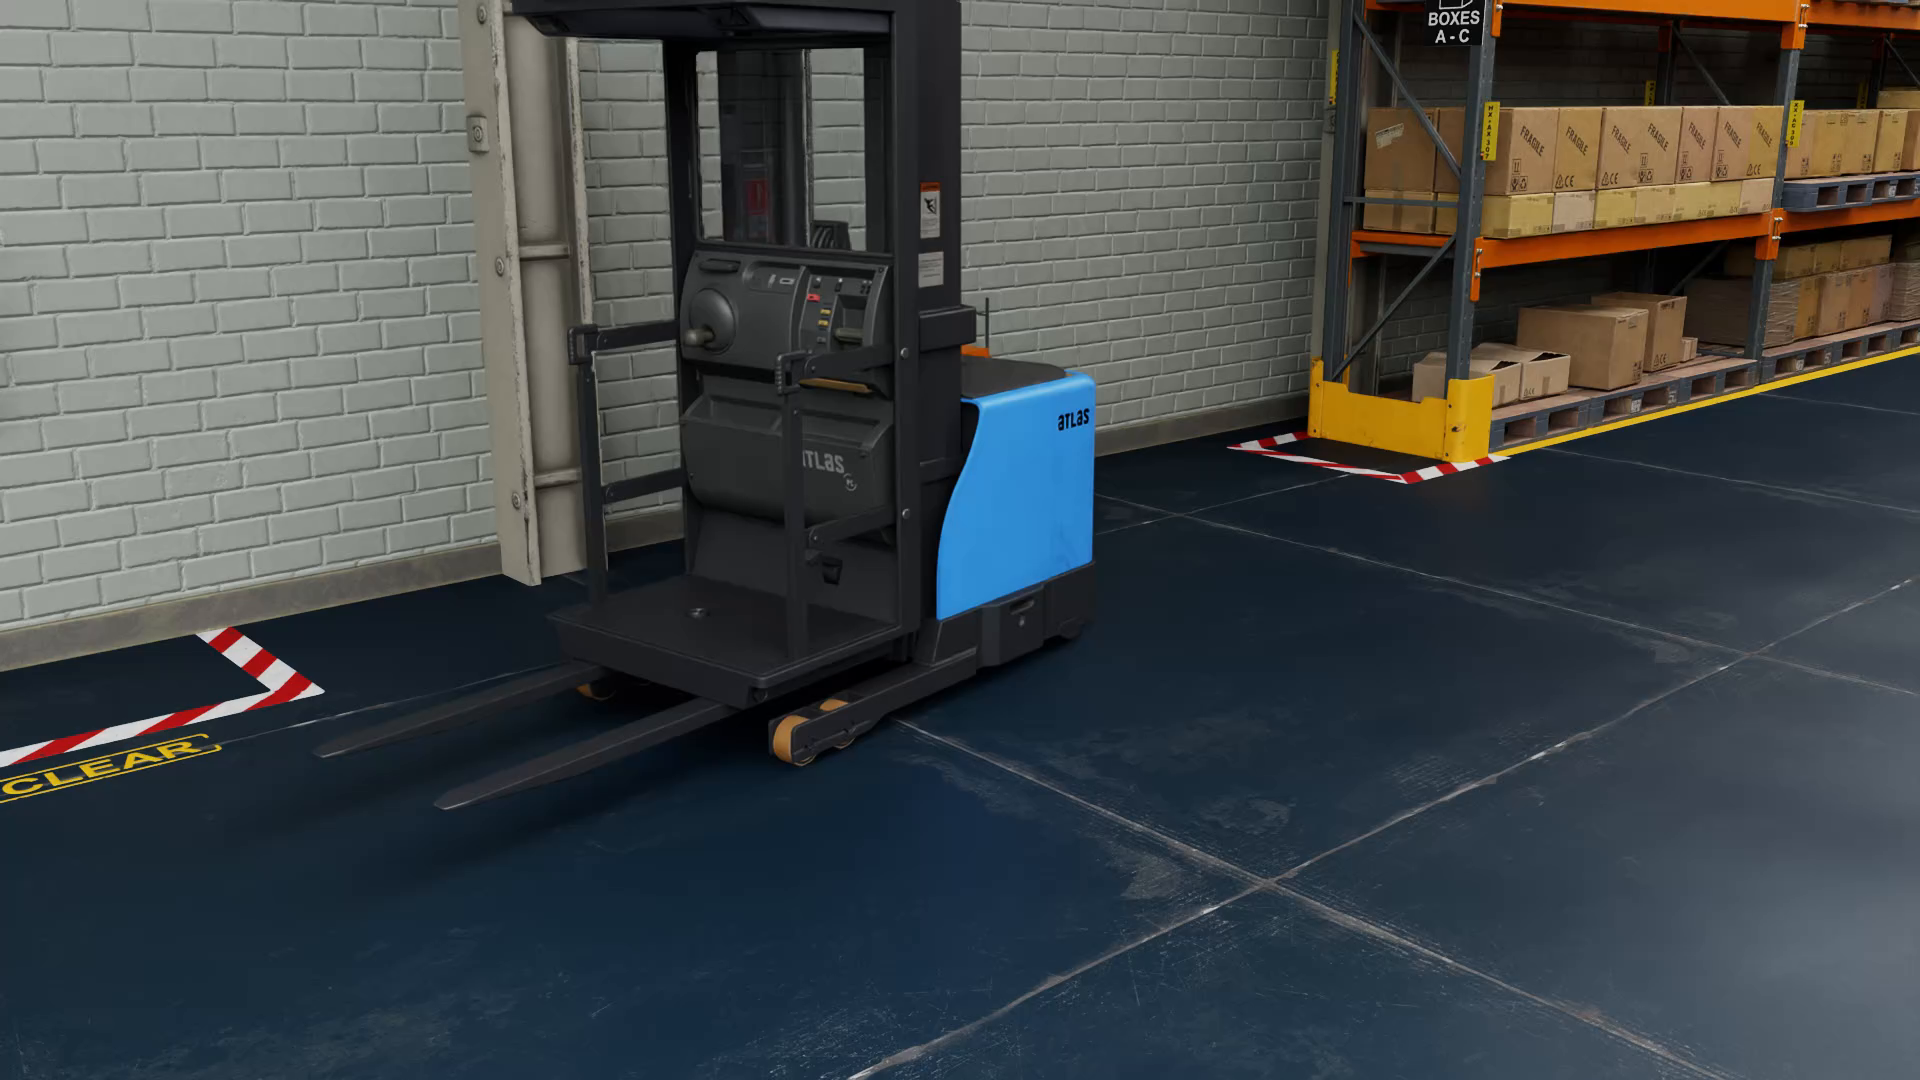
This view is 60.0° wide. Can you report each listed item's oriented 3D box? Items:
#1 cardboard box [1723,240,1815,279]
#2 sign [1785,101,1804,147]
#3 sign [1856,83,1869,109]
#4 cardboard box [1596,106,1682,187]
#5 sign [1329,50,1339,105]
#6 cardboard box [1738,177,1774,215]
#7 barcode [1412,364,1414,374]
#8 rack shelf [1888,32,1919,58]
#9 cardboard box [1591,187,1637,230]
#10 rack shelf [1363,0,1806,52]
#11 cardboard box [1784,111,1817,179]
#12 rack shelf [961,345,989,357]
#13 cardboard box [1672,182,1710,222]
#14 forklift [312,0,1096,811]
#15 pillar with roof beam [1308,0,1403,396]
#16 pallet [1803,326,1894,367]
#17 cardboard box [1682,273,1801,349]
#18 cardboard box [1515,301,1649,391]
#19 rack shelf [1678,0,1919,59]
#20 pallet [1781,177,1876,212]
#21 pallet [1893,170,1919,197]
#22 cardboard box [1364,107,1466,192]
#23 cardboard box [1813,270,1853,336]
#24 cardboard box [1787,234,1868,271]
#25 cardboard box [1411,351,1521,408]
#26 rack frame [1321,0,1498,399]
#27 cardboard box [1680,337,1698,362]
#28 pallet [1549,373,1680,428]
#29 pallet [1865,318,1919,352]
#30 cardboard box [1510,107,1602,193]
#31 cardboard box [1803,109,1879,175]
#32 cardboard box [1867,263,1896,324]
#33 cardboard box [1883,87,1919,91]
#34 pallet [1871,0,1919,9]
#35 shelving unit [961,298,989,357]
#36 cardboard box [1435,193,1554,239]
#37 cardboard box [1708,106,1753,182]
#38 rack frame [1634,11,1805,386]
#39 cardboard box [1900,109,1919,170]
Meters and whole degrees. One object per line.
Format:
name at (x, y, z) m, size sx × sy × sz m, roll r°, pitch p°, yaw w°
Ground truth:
cardboard box at (6.576, -2.282, 13.520) m, size 0.500 × 0.250 × 0.500 m, roll -13°, pitch 20°, yaw -41°
sign at (6.064, -3.026, 12.088) m, size 0.005 × 0.325 × 0.100 m, roll -13°, pitch 19°, yaw -39°
sign at (8.352, -4.056, 15.380) m, size 0.005 × 0.325 × 0.100 m, roll -13°, pitch 19°, yaw -39°
cardboard box at (4.397, -2.614, 11.023) m, size 0.500 × 0.500 × 0.500 m, roll -12°, pitch 19°, yaw -38°
sign at (2.335, -2.858, 10.281) m, size 0.005 × 0.325 × 0.100 m, roll -13°, pitch 19°, yaw -39°
cardboard box at (5.543, -2.510, 12.086) m, size 0.500 × 0.250 × 0.500 m, roll -13°, pitch 19°, yaw -39°
barcode at (3.016, -1.133, 11.019) m, size 0.075 × 0.075 × 0.001 m, roll -13°, pitch 19°, yaw -39°
rack shelf at (10.228, -4.830, 16.101) m, size 4.000 × 0.370 × 1.077 m, roll -13°, pitch 19°, yaw -39°
cardboard box at (4.031, -2.168, 10.807) m, size 0.500 × 0.250 × 0.500 m, roll -13°, pitch 20°, yaw -40°
rack shelf at (4.193, -3.475, 11.028) m, size 4.000 × 0.370 × 1.077 m, roll -13°, pitch 19°, yaw -39°
cardboard box at (6.108, -3.052, 12.819) m, size 0.500 × 0.500 × 0.700 m, roll -13°, pitch 19°, yaw -39°
rack shelf at (-0.011, -0.882, 8.005) m, size 0.180 × 0.103 × 0.258 m, roll -13°, pitch 19°, yaw -39°
cardboard box at (4.793, -2.339, 11.446) m, size 0.500 × 0.250 × 0.500 m, roll -13°, pitch 20°, yaw -40°
forklift at (-0.753, -0.816, 5.625) m, size 1.130 × 2.935 × 3.031 m, roll 11°, pitch 19°, yaw 37°
pillar with roof beam at (5.470, -4.382, 7.216) m, size 0.400 × 9.000 × 9.100 m, roll -13°, pitch 19°, yaw -39°
pallet at (7.209, -1.705, 14.223) m, size 1.213 × 0.211 × 1.003 m, roll -13°, pitch 19°, yaw -39°
cardboard box at (6.246, -1.845, 13.335) m, size 0.500 × 0.500 × 0.700 m, roll -12°, pitch 19°, yaw -38°
cardboard box at (4.282, -1.350, 11.483) m, size 0.500 × 0.500 × 0.700 m, roll -14°, pitch 21°, yaw -43°
rack shelf at (7.210, -4.152, 13.565) m, size 4.000 × 0.370 × 1.077 m, roll -13°, pitch 19°, yaw -39°
pallet at (6.374, -2.720, 12.994) m, size 1.213 × 0.211 × 1.003 m, roll -13°, pitch 19°, yaw -39°
pallet at (8.252, -3.155, 14.622) m, size 1.003 × 0.211 × 1.213 m, roll -13°, pitch 19°, yaw -39°
cardboard box at (2.900, -2.455, 10.428) m, size 0.500 × 0.500 × 0.500 m, roll -13°, pitch 20°, yaw -40°
cardboard box at (7.014, -2.021, 13.994) m, size 0.500 × 0.500 × 0.700 m, roll -12°, pitch 19°, yaw -39°
cardboard box at (7.354, -2.452, 14.156) m, size 0.500 × 0.250 × 0.500 m, roll -13°, pitch 20°, yaw -40°
cardboard box at (3.265, -1.048, 10.717) m, size 0.500 × 0.311 × 0.500 m, roll 13°, pitch 20°, yaw 41°
rack frame at (2.684, -2.034, 10.054) m, size 0.127 × 3.000 × 1.000 m, roll -13°, pitch 19°, yaw -39°
cardboard box at (5.318, -1.459, 12.538) m, size 0.380 × 0.166 × 0.250 m, roll 13°, pitch 20°, yaw 40°
pallet at (4.297, -1.036, 11.721) m, size 1.213 × 0.211 × 1.003 m, roll -13°, pitch 19°, yaw -39°
pallet at (8.129, -1.910, 14.993) m, size 1.213 × 0.211 × 1.003 m, roll -13°, pitch 19°, yaw -39°
cardboard box at (3.621, -2.438, 10.364) m, size 0.500 × 0.500 × 0.500 m, roll -13°, pitch 19°, yaw -39°
cardboard box at (7.011, -3.263, 13.608) m, size 0.500 × 0.500 × 0.700 m, roll -10°, pitch 18°, yaw -32°
cardboard box at (7.745, -2.198, 14.657) m, size 0.500 × 0.500 × 0.700 m, roll -13°, pitch 20°, yaw -39°
cardboard box at (8.891, -4.081, 15.453) m, size 0.500 × 0.250 × 0.500 m, roll -12°, pitch 19°, yaw -38°
pallet at (7.018, -4.331, 13.202) m, size 1.003 × 0.211 × 1.213 m, roll -13°, pitch 19°, yaw -39°
shelving unit at (-0.011, -0.577, 8.086) m, size 0.189 × 1.200 × 0.258 m, roll -13°, pitch 19°, yaw -39°
cardboard box at (3.261, -1.992, 10.149) m, size 0.500 × 0.250 × 0.500 m, roll -13°, pitch 20°, yaw -41°
cardboard box at (5.175, -2.786, 11.665) m, size 0.500 × 0.500 × 0.500 m, roll -13°, pitch 20°, yaw -40°
rack frame at (5.702, -2.712, 12.591) m, size 0.127 × 3.000 × 1.000 m, roll -13°, pitch 19°, yaw -39°
cardboard box at (7.967, -3.469, 14.378) m, size 0.700 × 0.500 × 0.500 m, roll 14°, pitch 20°, yaw 42°
